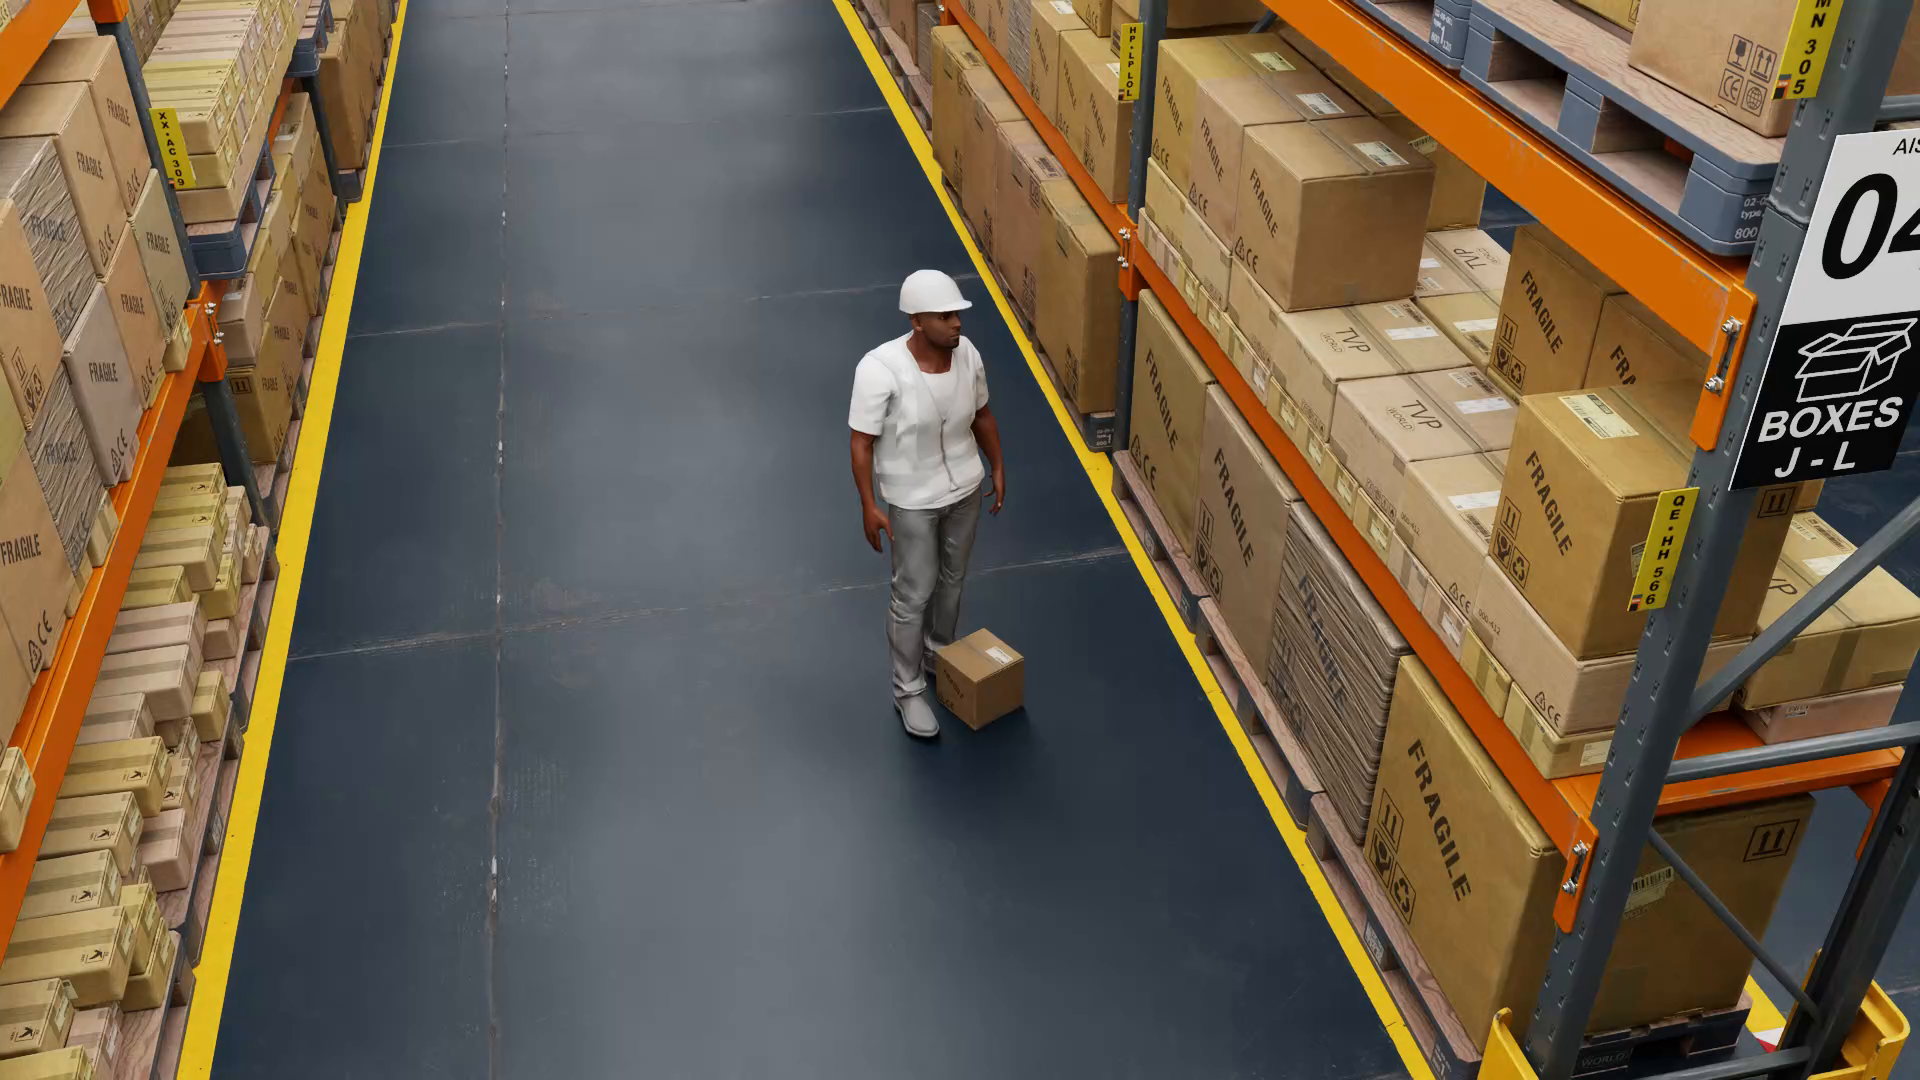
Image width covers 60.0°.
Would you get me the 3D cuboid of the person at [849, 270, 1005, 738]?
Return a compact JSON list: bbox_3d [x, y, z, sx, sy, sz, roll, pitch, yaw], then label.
[{"bbox_3d":[-0.066,-0.158,6.338,0.665,1.767,0.576,-23,40,-30],"label":"person"}]
